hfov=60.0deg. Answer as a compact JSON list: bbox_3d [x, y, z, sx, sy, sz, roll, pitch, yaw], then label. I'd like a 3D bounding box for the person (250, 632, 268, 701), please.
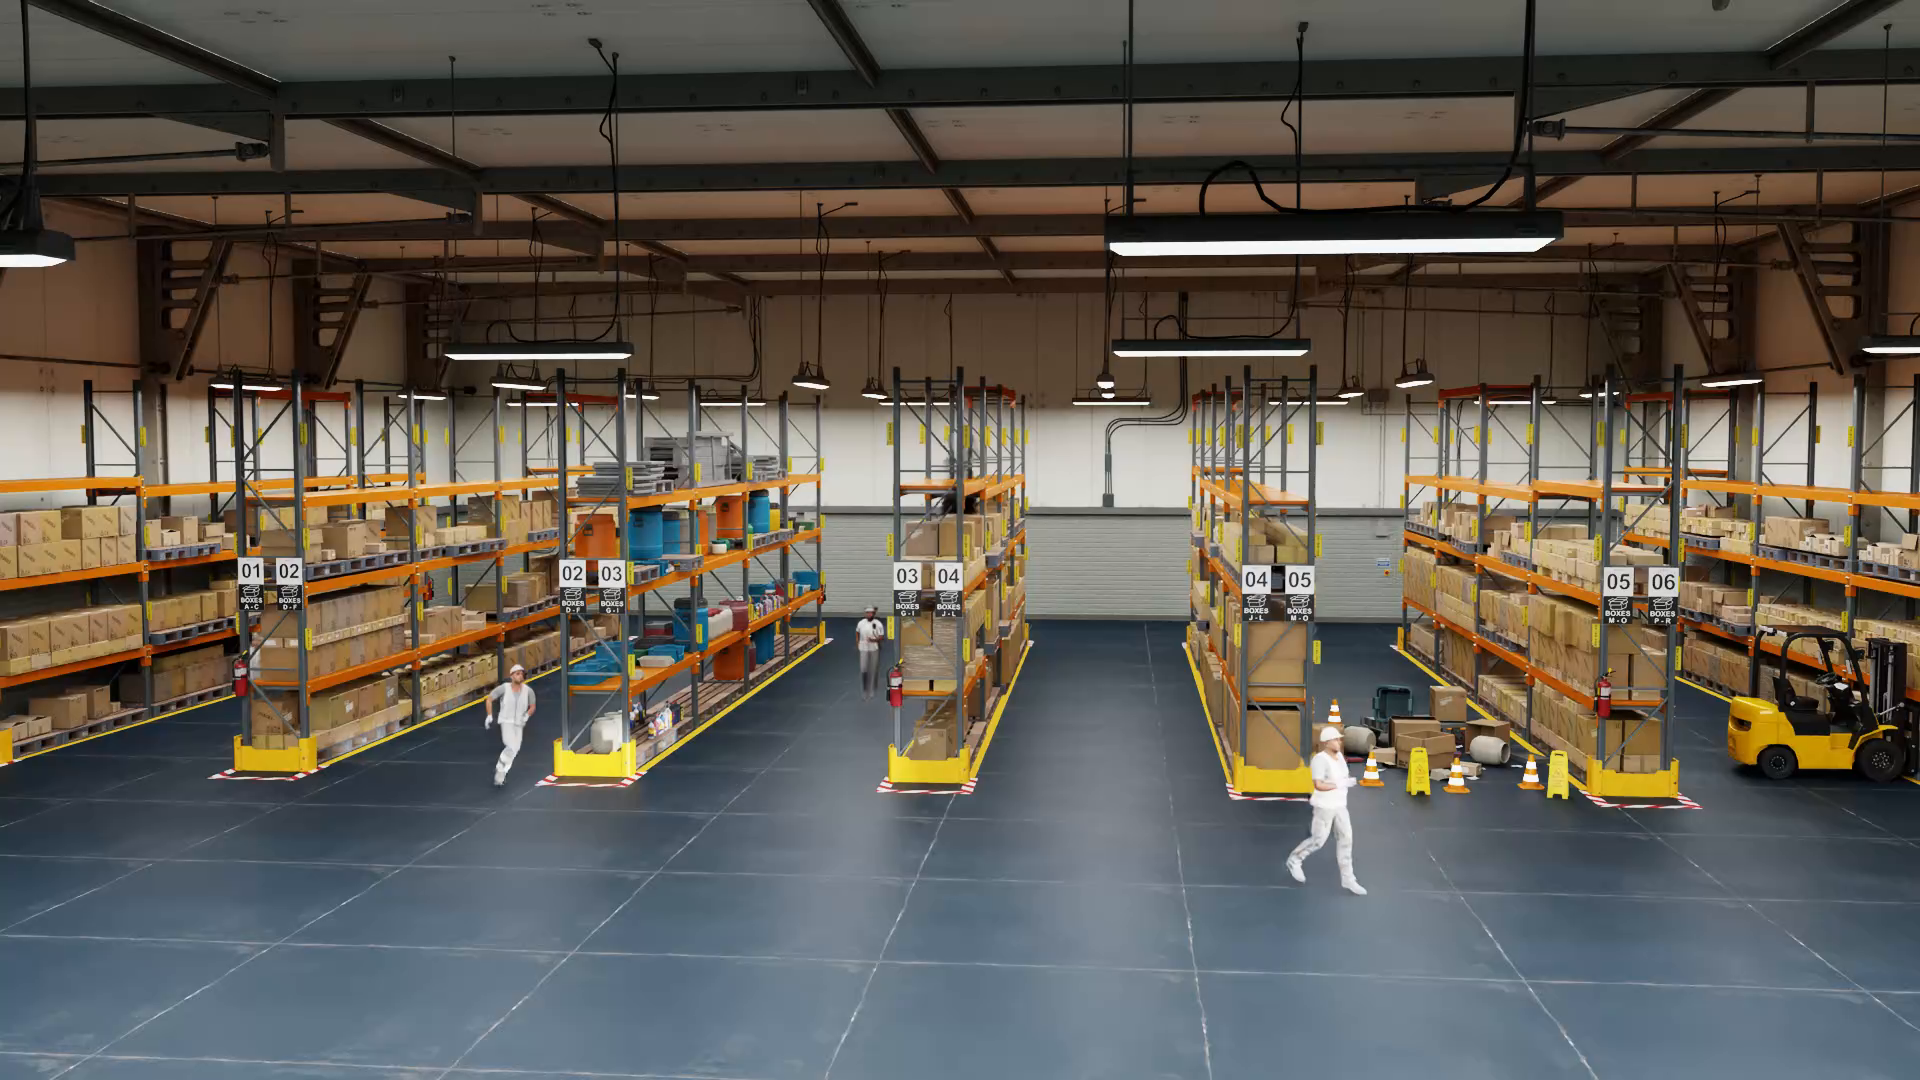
[{"bbox_3d":[-11.980,2.395,28.344,0.624,1.669,0.856,0,4,-3],"label":"person"}]

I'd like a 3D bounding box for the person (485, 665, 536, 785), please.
[{"bbox_3d":[-6.379,2.650,23.756,0.700,1.715,0.632,-2,4,-34],"label":"person"}]

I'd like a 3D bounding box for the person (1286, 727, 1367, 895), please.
[{"bbox_3d":[4.036,2.943,18.299,0.944,1.791,0.695,3,5,43],"label":"person"}]

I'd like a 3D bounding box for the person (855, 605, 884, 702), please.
[{"bbox_3d":[-1.636,2.030,29.855,0.548,1.753,0.673,0,4,2],"label":"person"}]
